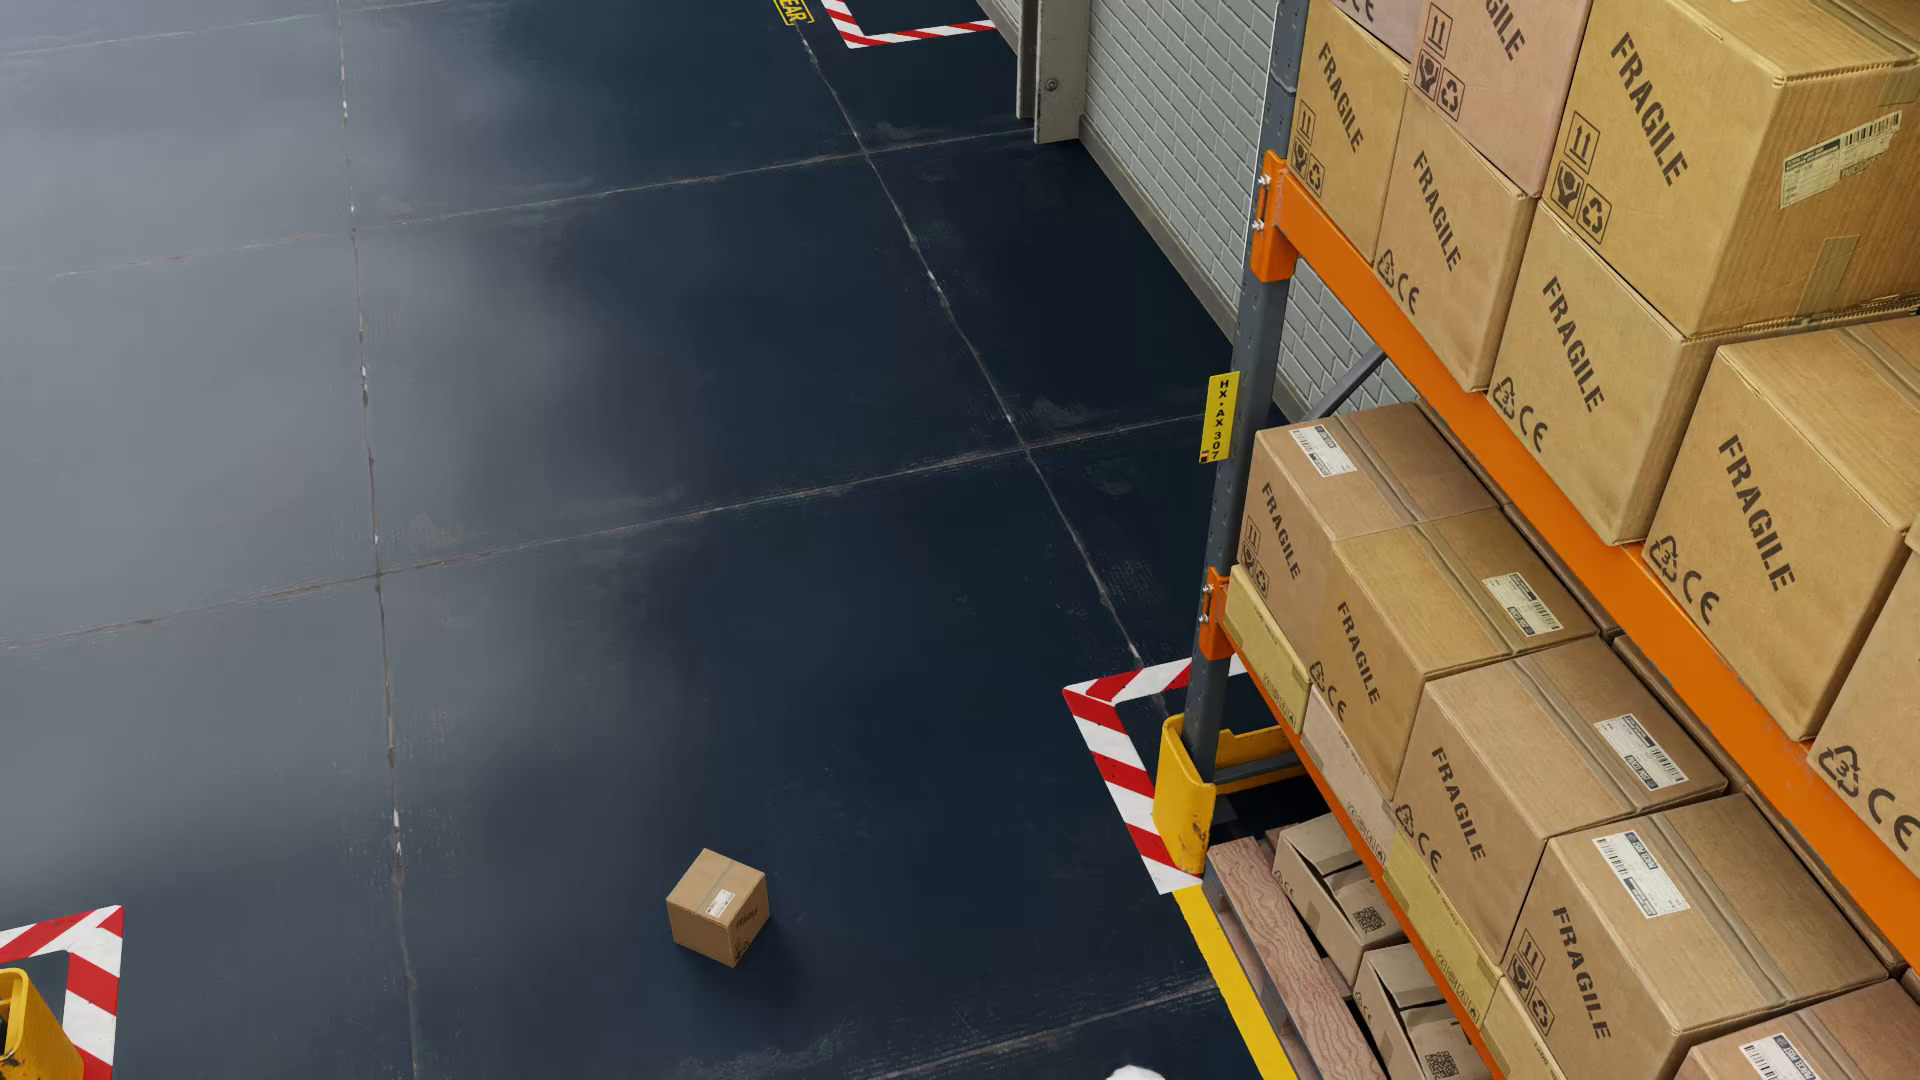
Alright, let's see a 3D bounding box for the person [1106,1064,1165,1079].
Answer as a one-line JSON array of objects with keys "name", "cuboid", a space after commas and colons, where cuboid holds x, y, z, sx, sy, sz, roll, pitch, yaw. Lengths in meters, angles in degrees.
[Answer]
[{"name": "person", "cuboid": [0.394, 1.887, 4.000, 0.595, 1.801, 0.458, -9, 43, -9]}]
